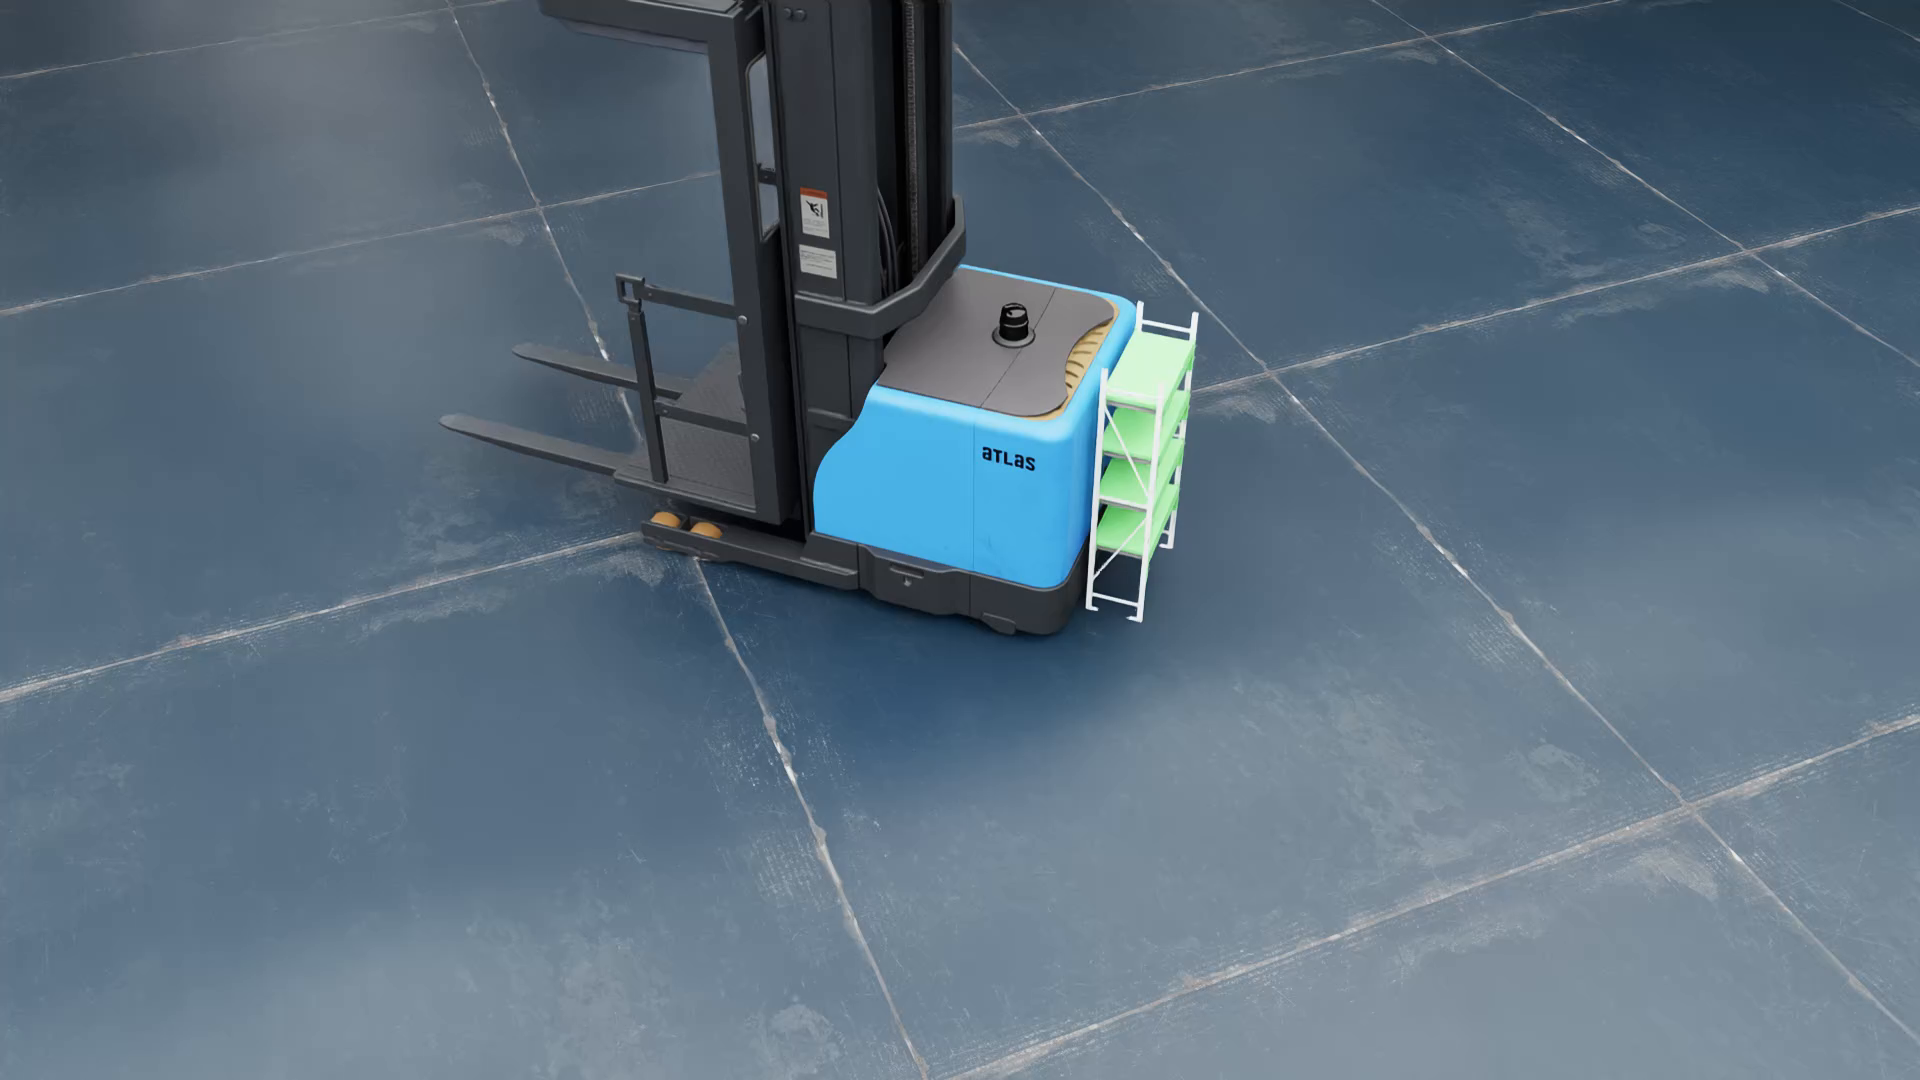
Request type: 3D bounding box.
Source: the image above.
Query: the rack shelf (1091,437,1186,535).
[{"bbox_3d":[0.722,-0.248,6.716,0.258,0.148,0.480,14,43,15],"label":"rack shelf"}]

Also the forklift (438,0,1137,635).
[{"bbox_3d":[-0.834,-1.328,6.546,3.031,2.935,1.130,14,43,16],"label":"forklift"}]

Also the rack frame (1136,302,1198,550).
[{"bbox_3d":[0.807,-0.445,6.847,0.240,1.200,0.015,14,43,15],"label":"rack frame"}]

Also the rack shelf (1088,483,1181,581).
[{"bbox_3d":[0.722,-0.066,6.872,0.258,0.148,0.480,14,43,15],"label":"rack shelf"}]

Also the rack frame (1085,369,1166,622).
[{"bbox_3d":[0.637,-0.147,6.501,0.240,1.200,0.015,14,43,15],"label":"rack frame"}]

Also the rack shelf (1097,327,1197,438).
[{"bbox_3d":[0.722,-0.612,6.403,0.258,0.148,0.480,14,43,15],"label":"rack shelf"}]

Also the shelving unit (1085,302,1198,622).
[{"bbox_3d":[0.722,-0.296,6.674,0.258,1.200,0.503,14,43,15],"label":"shelving unit"}]

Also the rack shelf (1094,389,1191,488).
[{"bbox_3d":[0.722,-0.430,6.559,0.258,0.148,0.480,14,43,15],"label":"rack shelf"}]
